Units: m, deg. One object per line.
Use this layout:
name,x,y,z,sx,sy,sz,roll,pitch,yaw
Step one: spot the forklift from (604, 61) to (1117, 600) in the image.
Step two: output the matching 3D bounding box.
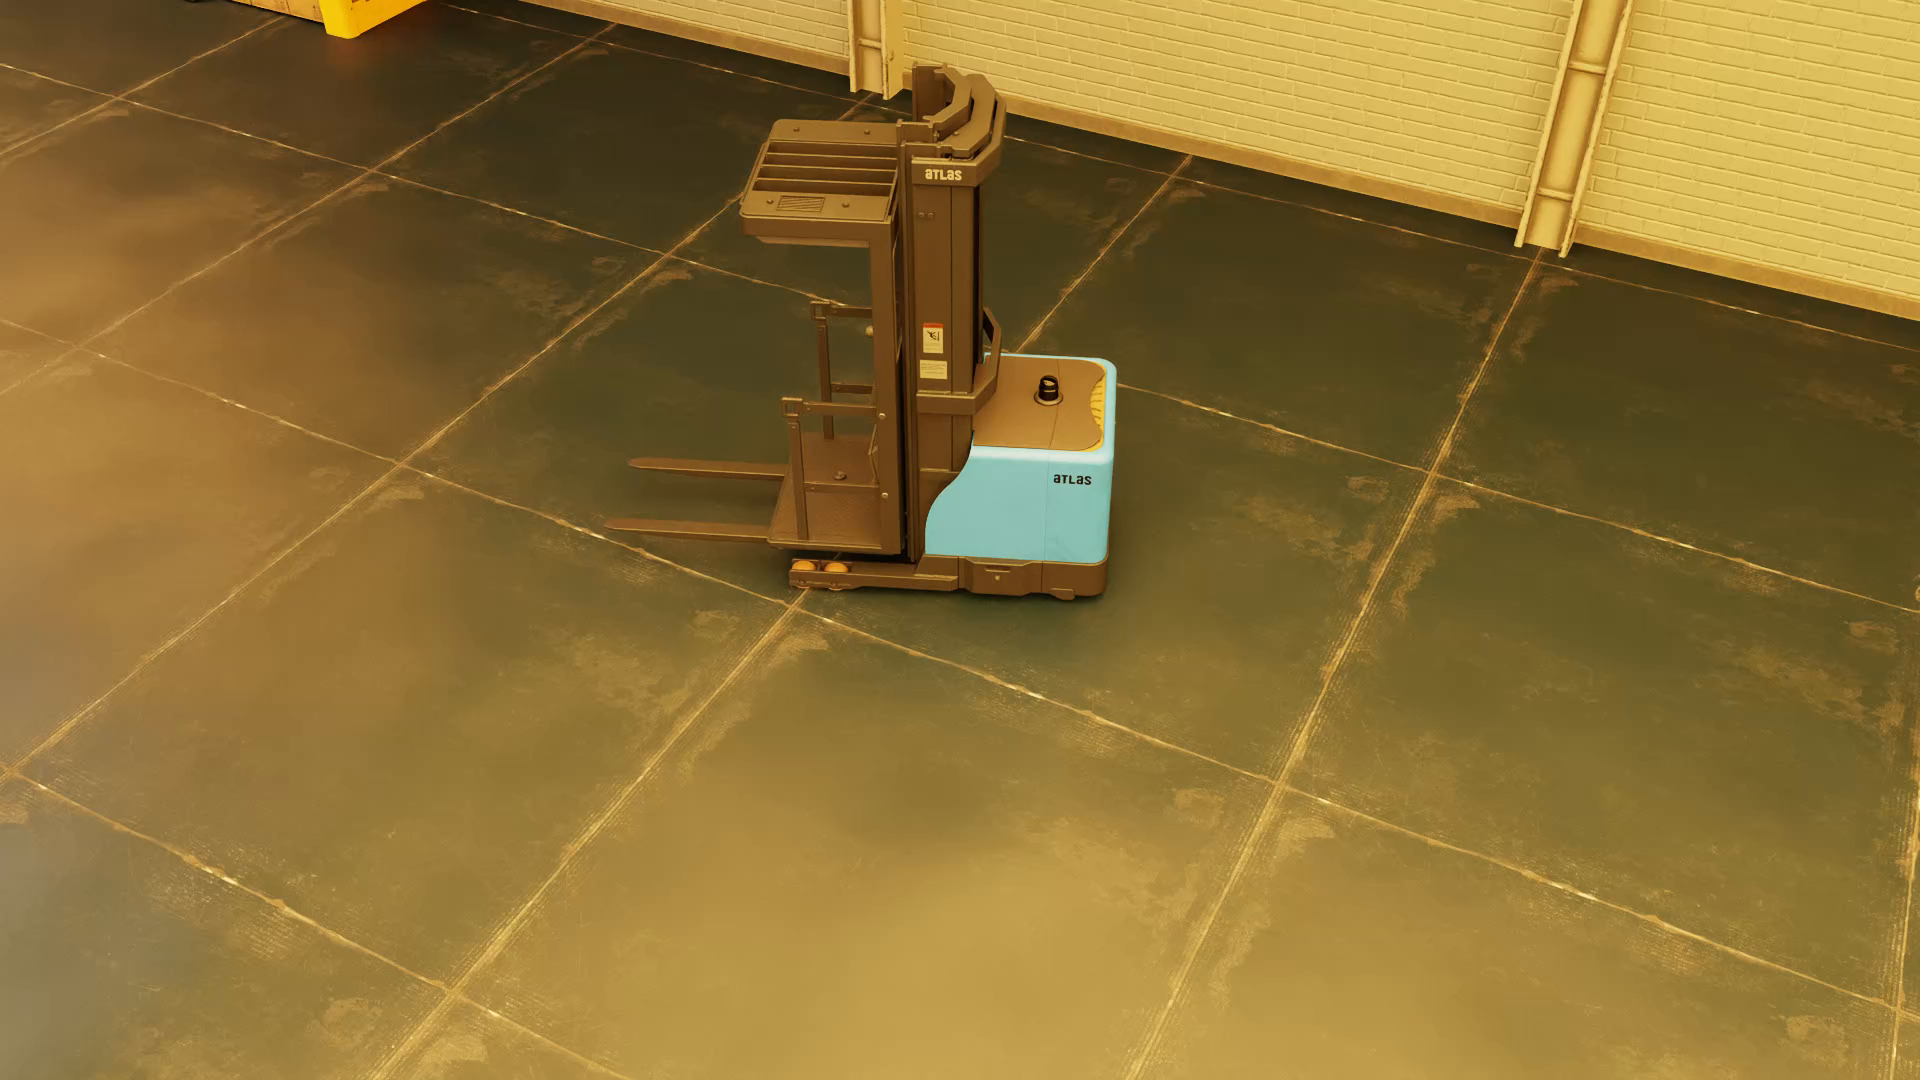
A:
forklift,-0.606,-1.157,9.360,3.031,2.935,1.130,3,40,4
